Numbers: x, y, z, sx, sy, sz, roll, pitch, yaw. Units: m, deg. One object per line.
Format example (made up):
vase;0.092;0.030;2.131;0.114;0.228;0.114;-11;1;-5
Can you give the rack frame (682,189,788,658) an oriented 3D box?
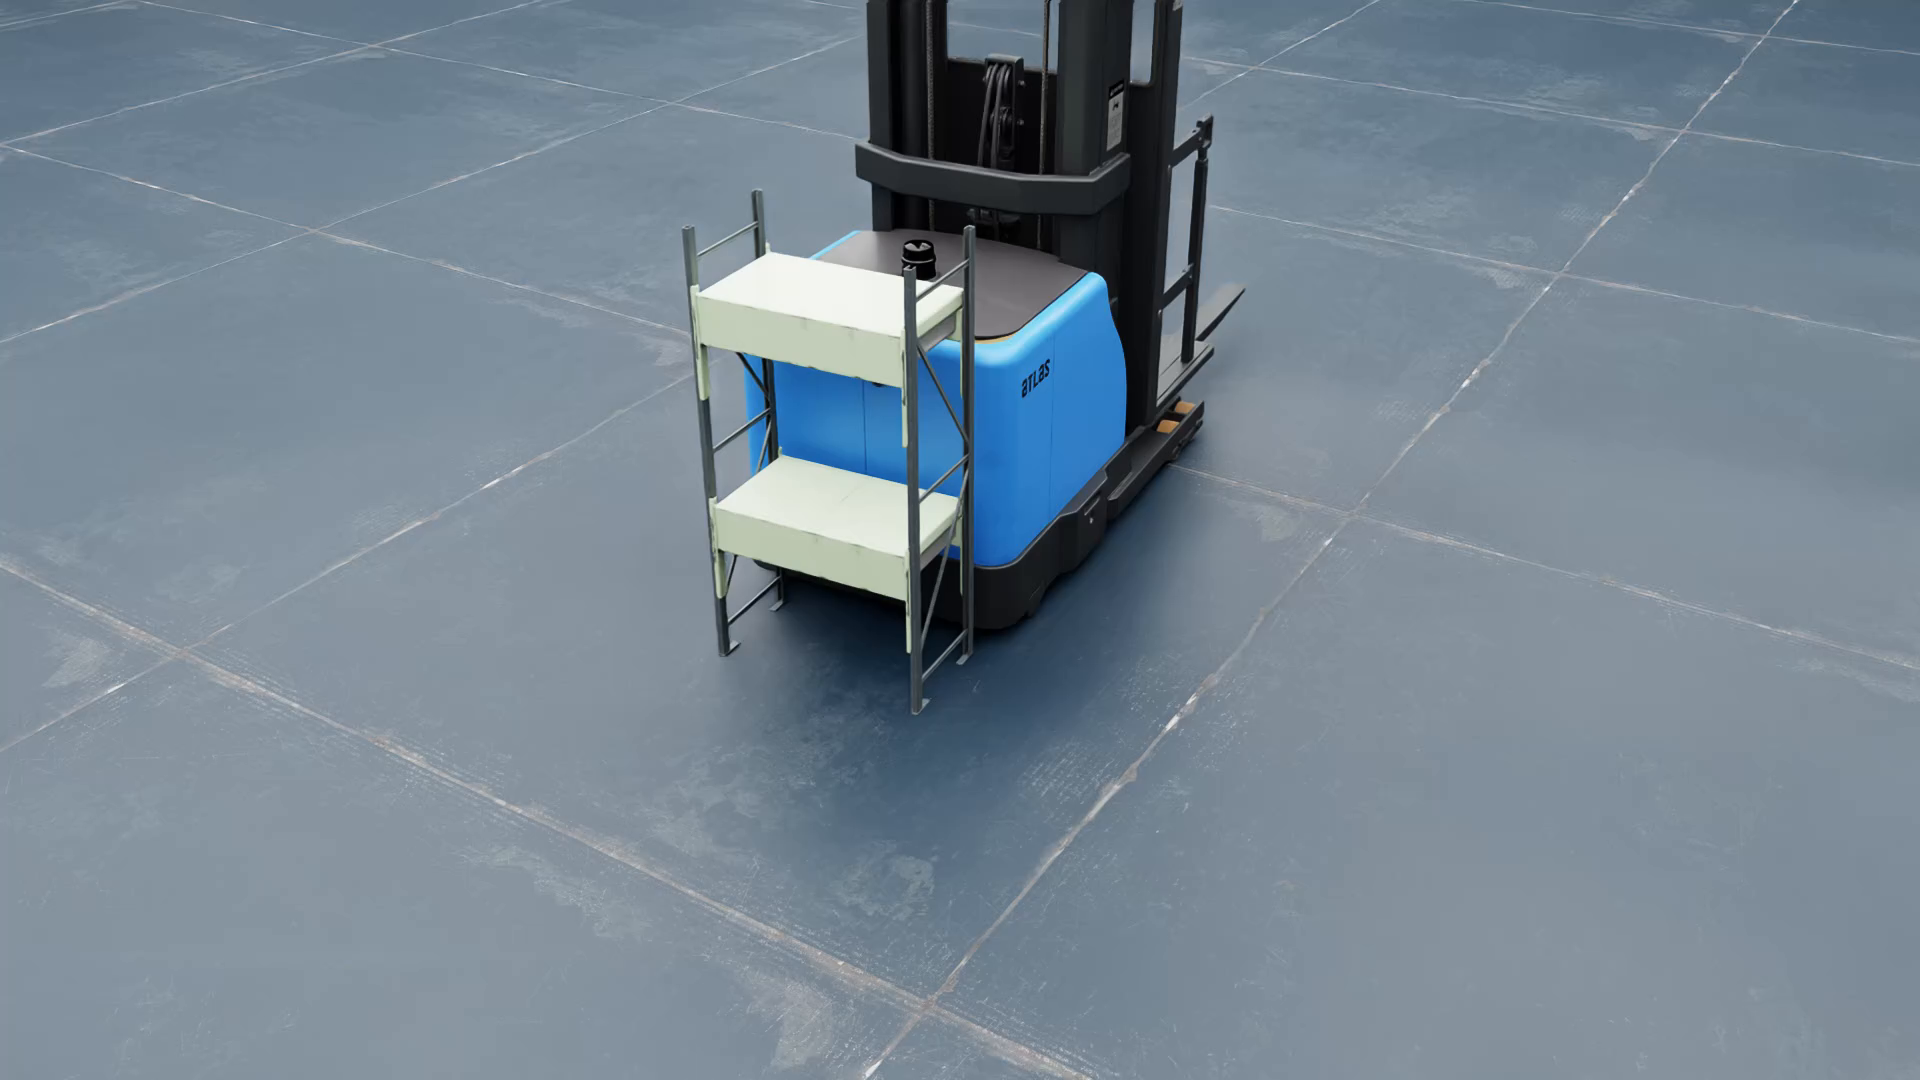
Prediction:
rack frame;-0.708;-0.345;5.354;0.023;1.500;0.400;14;33;23

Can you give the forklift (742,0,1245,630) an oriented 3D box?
forklift;0.368;-1.683;6.227;1.130;2.935;3.031;14;33;23

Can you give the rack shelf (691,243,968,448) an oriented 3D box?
rack shelf;-0.382;-0.599;5.014;0.720;0.370;0.431;14;33;23

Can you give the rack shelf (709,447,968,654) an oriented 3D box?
rack shelf;-0.382;0.020;5.375;0.720;0.370;0.431;14;33;23

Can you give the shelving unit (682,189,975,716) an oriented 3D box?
shelving unit;-0.382;-0.262;5.211;0.755;1.500;0.431;14;33;23

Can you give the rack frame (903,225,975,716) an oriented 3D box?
rack frame;-0.055;-0.178;5.067;0.023;1.500;0.400;14;33;23
